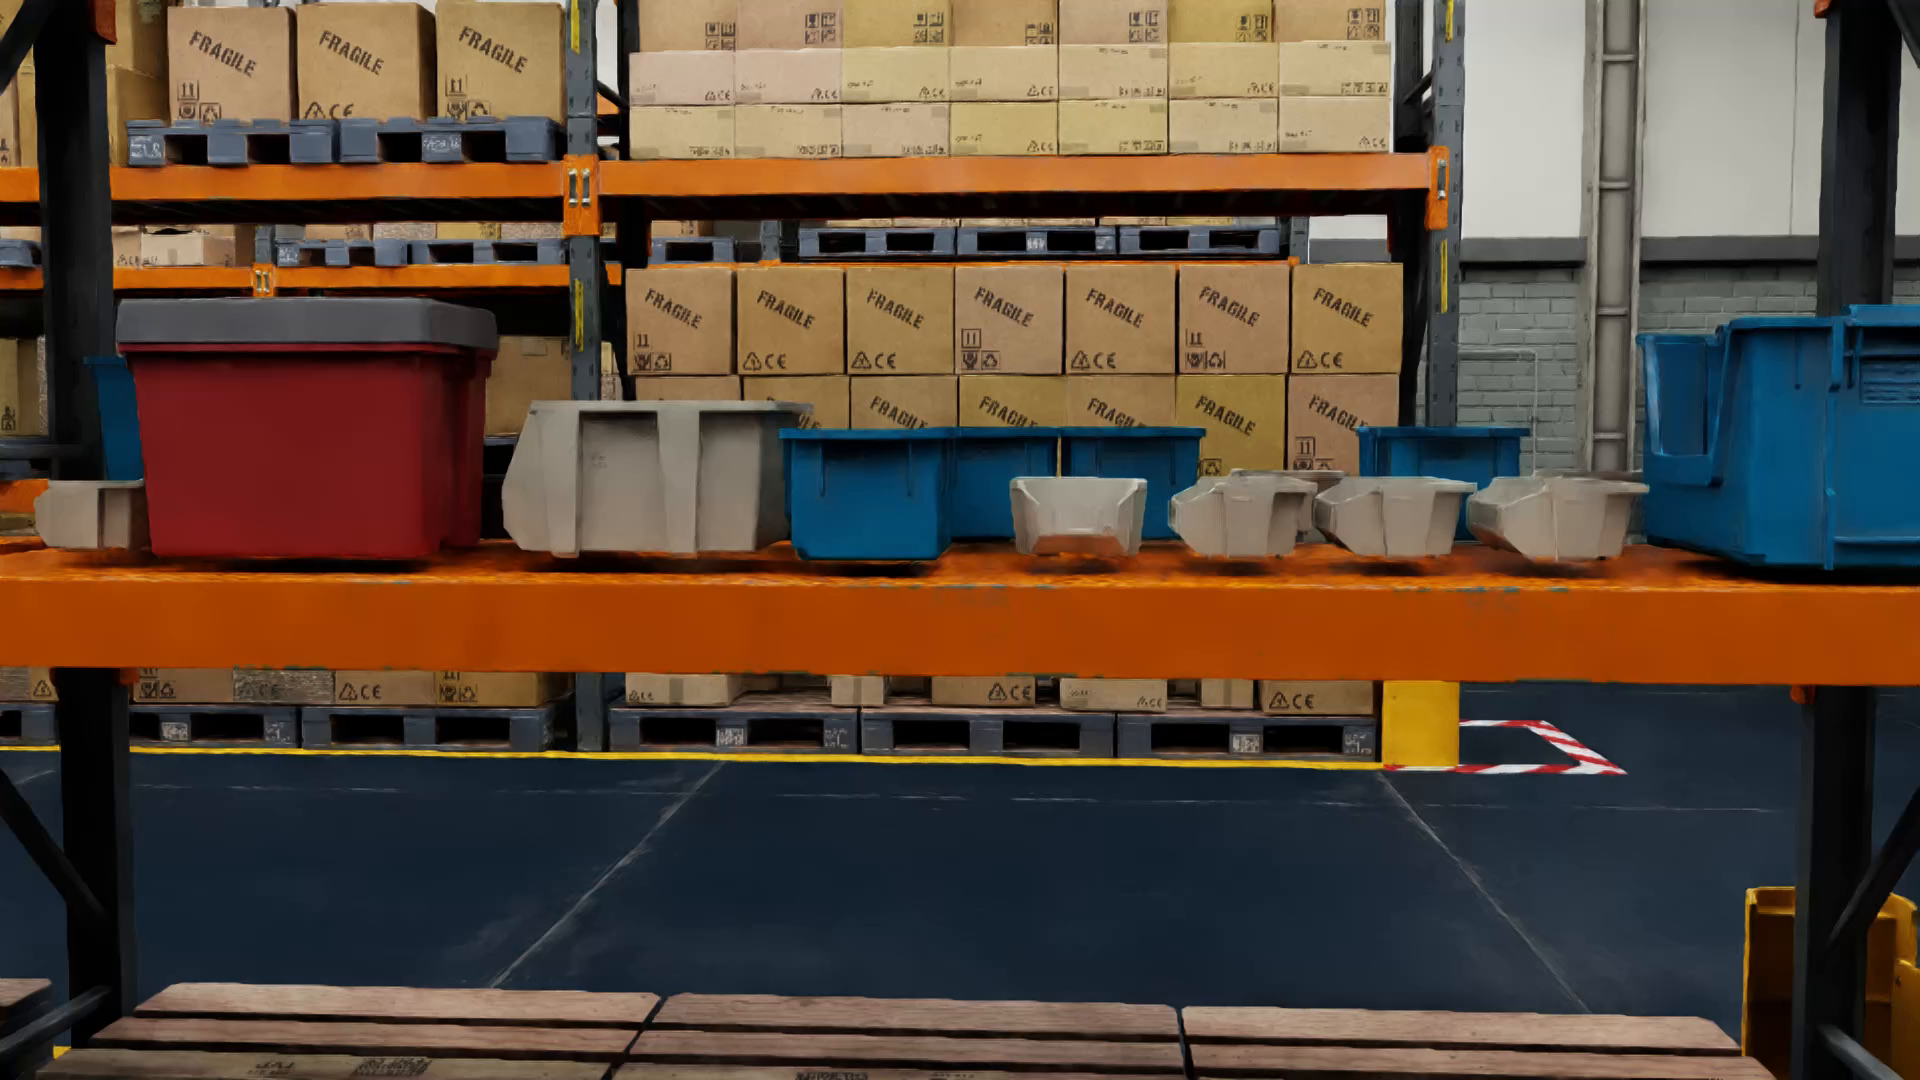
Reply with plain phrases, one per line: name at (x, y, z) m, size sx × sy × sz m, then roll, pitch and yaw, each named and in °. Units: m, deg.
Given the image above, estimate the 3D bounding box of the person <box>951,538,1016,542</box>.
person at (0.066, -0.078, 10.481) m, size 0.647 × 1.789 × 0.520 m, roll -1°, pitch 4°, yaw -15°
